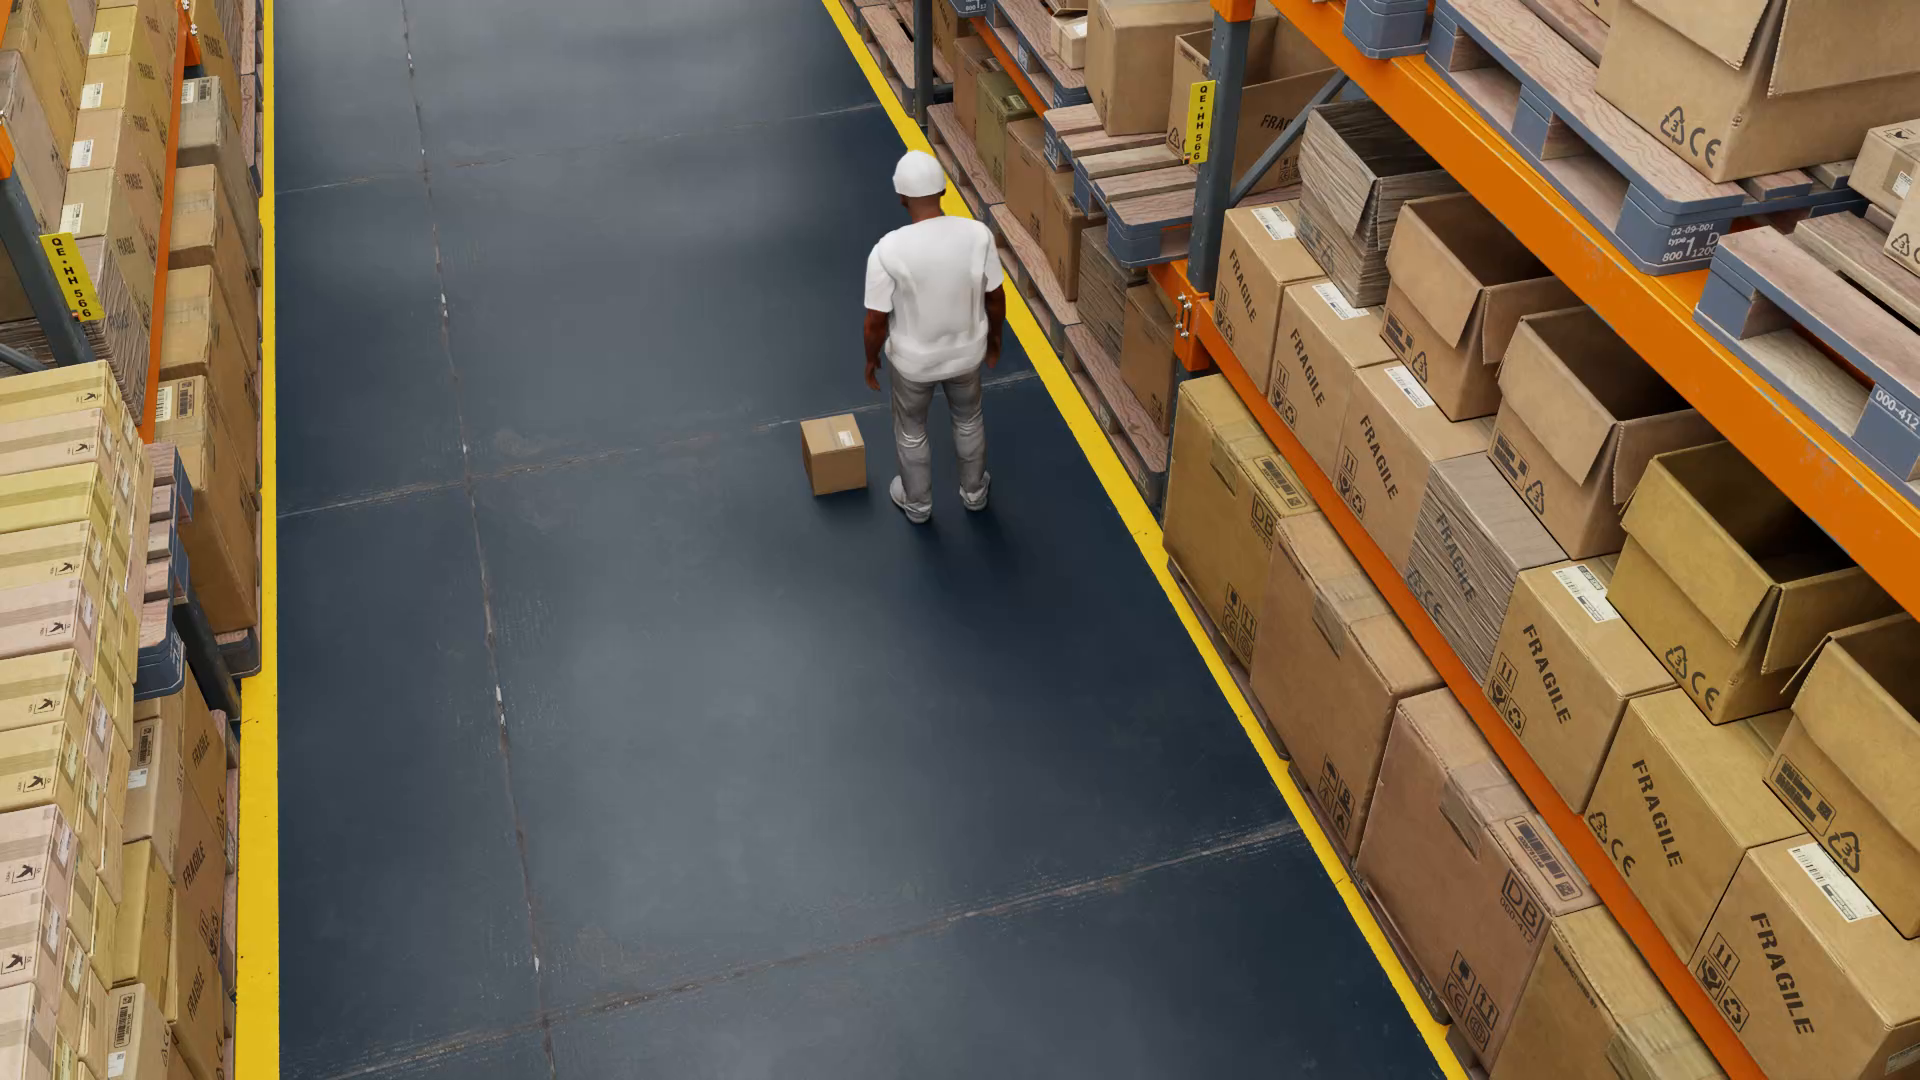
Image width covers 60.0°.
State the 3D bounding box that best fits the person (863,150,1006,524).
[{"bbox_3d":[-0.114,-0.825,7.065,0.626,1.759,0.463,-12,43,-13],"label":"person"}]
